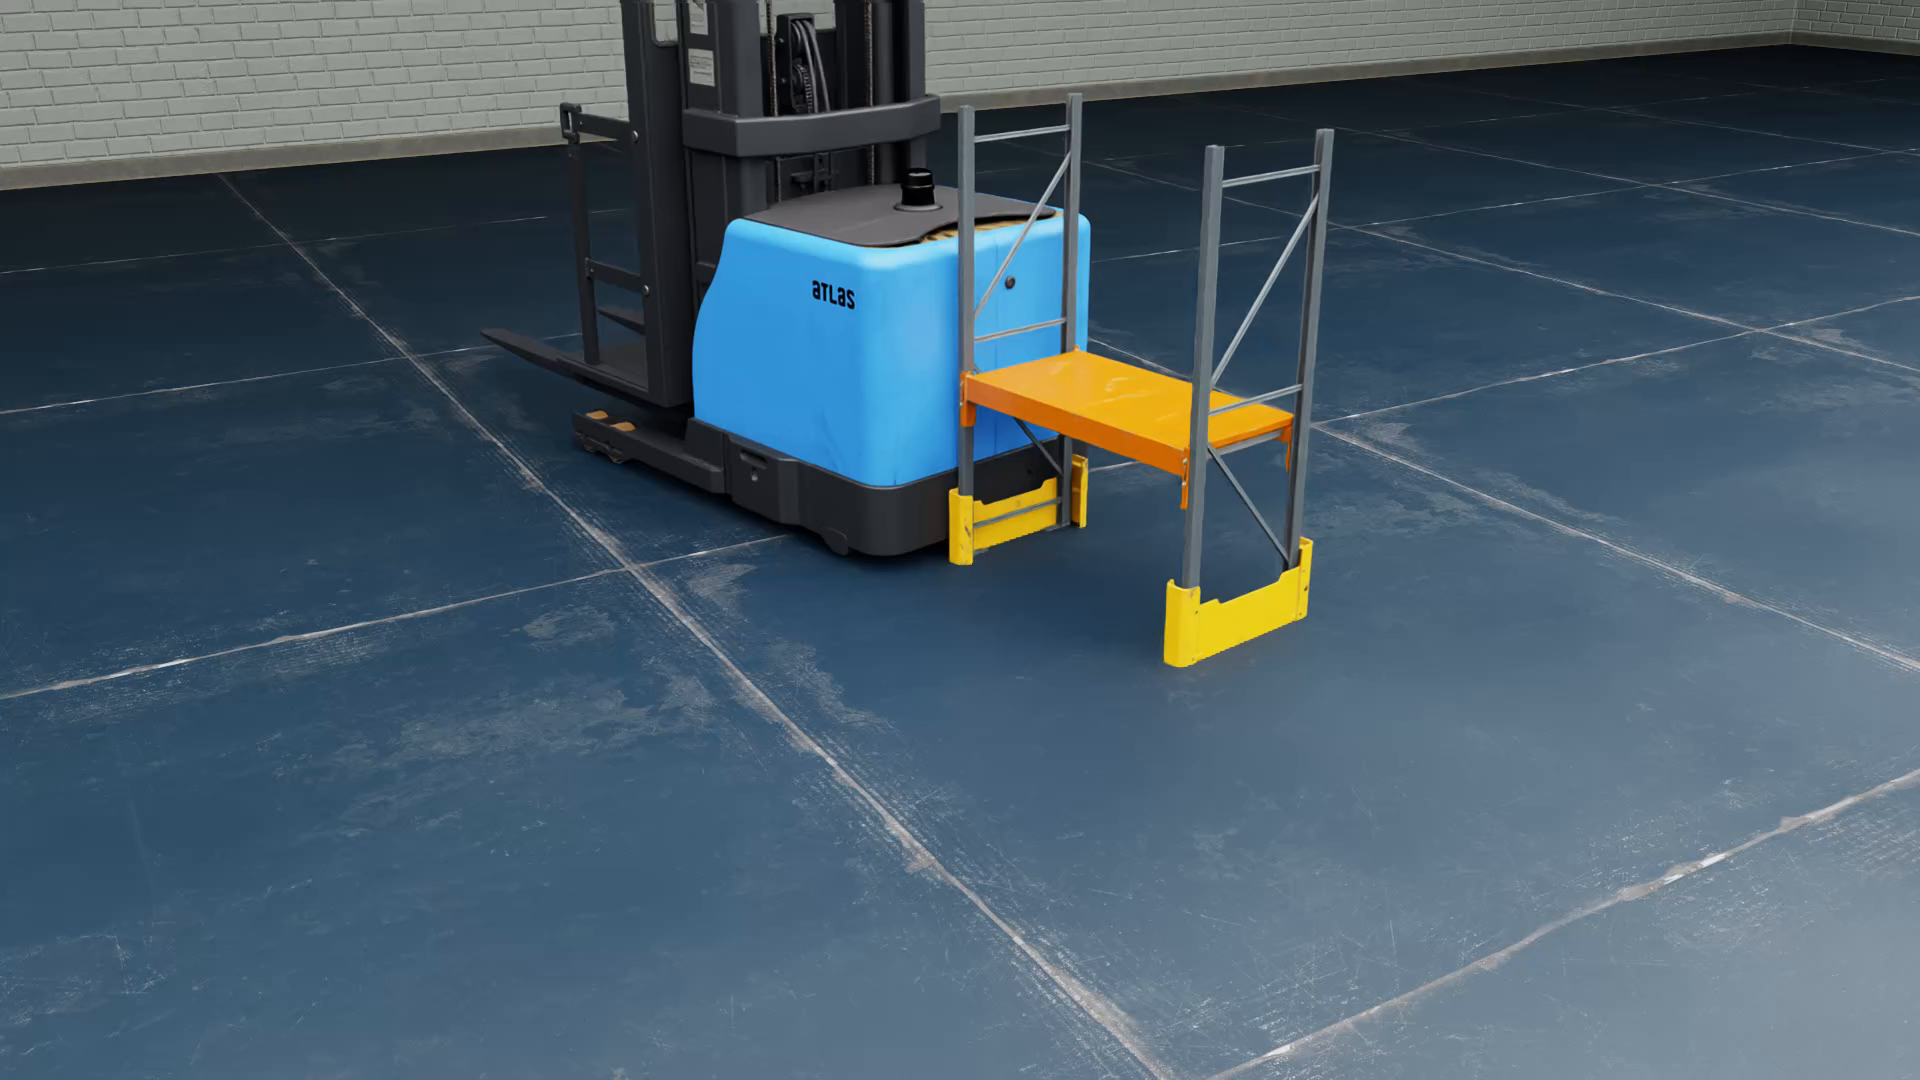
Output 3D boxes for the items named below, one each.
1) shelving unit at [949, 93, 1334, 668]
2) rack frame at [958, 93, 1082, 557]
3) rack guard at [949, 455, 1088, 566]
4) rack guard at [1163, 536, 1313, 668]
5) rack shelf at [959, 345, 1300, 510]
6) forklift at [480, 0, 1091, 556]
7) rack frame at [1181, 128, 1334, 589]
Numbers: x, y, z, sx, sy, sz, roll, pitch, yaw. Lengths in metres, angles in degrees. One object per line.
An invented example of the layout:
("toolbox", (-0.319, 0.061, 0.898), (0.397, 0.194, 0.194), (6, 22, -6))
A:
("shelving unit", (0.526, -0.542, 5.153), (0.587, 1.500, 1.083), (-17, 28, -36))
("rack frame", (0.194, -0.691, 5.521), (0.500, 1.500, 0.032), (-17, 28, -36))
("rack guard", (0.207, -0.107, 5.742), (0.587, 0.250, 0.087), (-17, 28, -36))
("rack guard", (0.846, 0.181, 5.035), (0.587, 0.250, 0.087), (-17, 28, -36))
("rack shelf", (0.520, -0.378, 5.227), (0.538, 0.185, 1.000), (-17, 28, -36))
("forklift", (-0.906, -1.771, 6.277), (1.130, 2.935, 3.031), (-19, 29, -39))
("rack frame", (0.847, -0.398, 4.798), (0.500, 1.500, 0.032), (-17, 28, -36))
